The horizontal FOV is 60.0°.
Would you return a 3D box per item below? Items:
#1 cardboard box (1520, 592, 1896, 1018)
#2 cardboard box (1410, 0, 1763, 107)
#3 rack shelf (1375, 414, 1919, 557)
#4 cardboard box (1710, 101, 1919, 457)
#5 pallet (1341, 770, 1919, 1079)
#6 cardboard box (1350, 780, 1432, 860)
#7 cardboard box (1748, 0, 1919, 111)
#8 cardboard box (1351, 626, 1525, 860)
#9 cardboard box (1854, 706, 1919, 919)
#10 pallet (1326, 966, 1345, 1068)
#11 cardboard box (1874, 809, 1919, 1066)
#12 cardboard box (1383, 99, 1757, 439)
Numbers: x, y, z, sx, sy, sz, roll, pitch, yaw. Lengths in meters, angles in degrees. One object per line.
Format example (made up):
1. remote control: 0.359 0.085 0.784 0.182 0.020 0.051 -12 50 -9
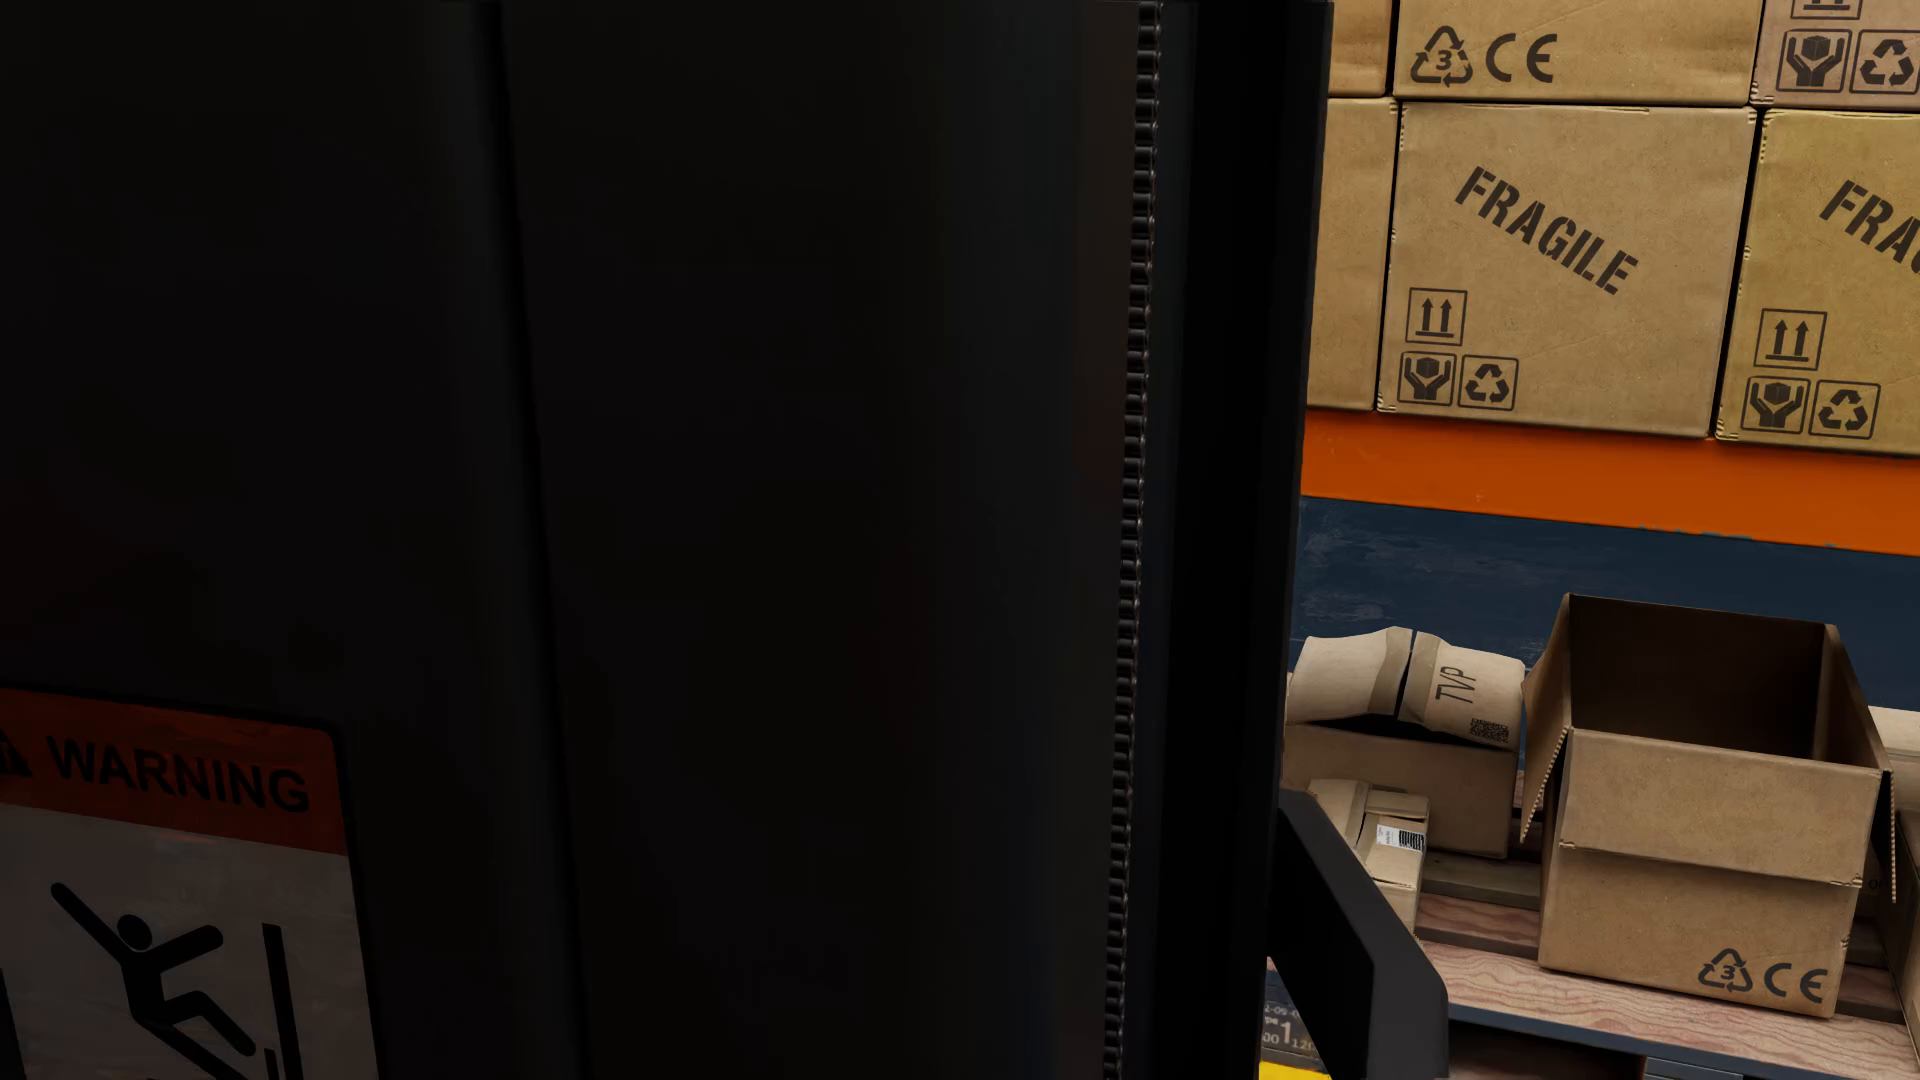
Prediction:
1. cardboard box: 1.425 0.478 3.273 0.637 0.503 0.797 7 20 18
2. cardboard box: 0.974 -0.964 2.615 0.500 0.500 0.500 6 20 16
3. rack shelf: 1.538 -0.139 3.010 4.000 0.370 1.077 7 20 18
4. cardboard box: 1.478 -0.439 2.625 0.500 0.500 0.500 6 20 17
5. pallet: 1.453 0.828 3.381 1.213 0.211 1.003 7 20 18
6. cardboard box: 0.794 0.638 3.324 0.250 0.166 0.380 7 20 18
7. cardboard box: 1.462 -0.909 2.455 0.500 0.500 0.500 7 20 20
8. cardboard box: 0.988 0.422 3.726 0.500 0.311 0.500 7 20 18
9. cardboard box: 2.062 0.573 3.384 0.500 0.250 0.500 7 20 18
10. pallet: 0.297 0.697 3.757 1.213 0.211 1.003 7 20 18
11. cardboard box: 1.945 0.734 2.922 0.500 0.250 0.500 7 20 18
12. cardboard box: 0.997 -0.493 2.782 0.500 0.500 0.500 6 20 18
